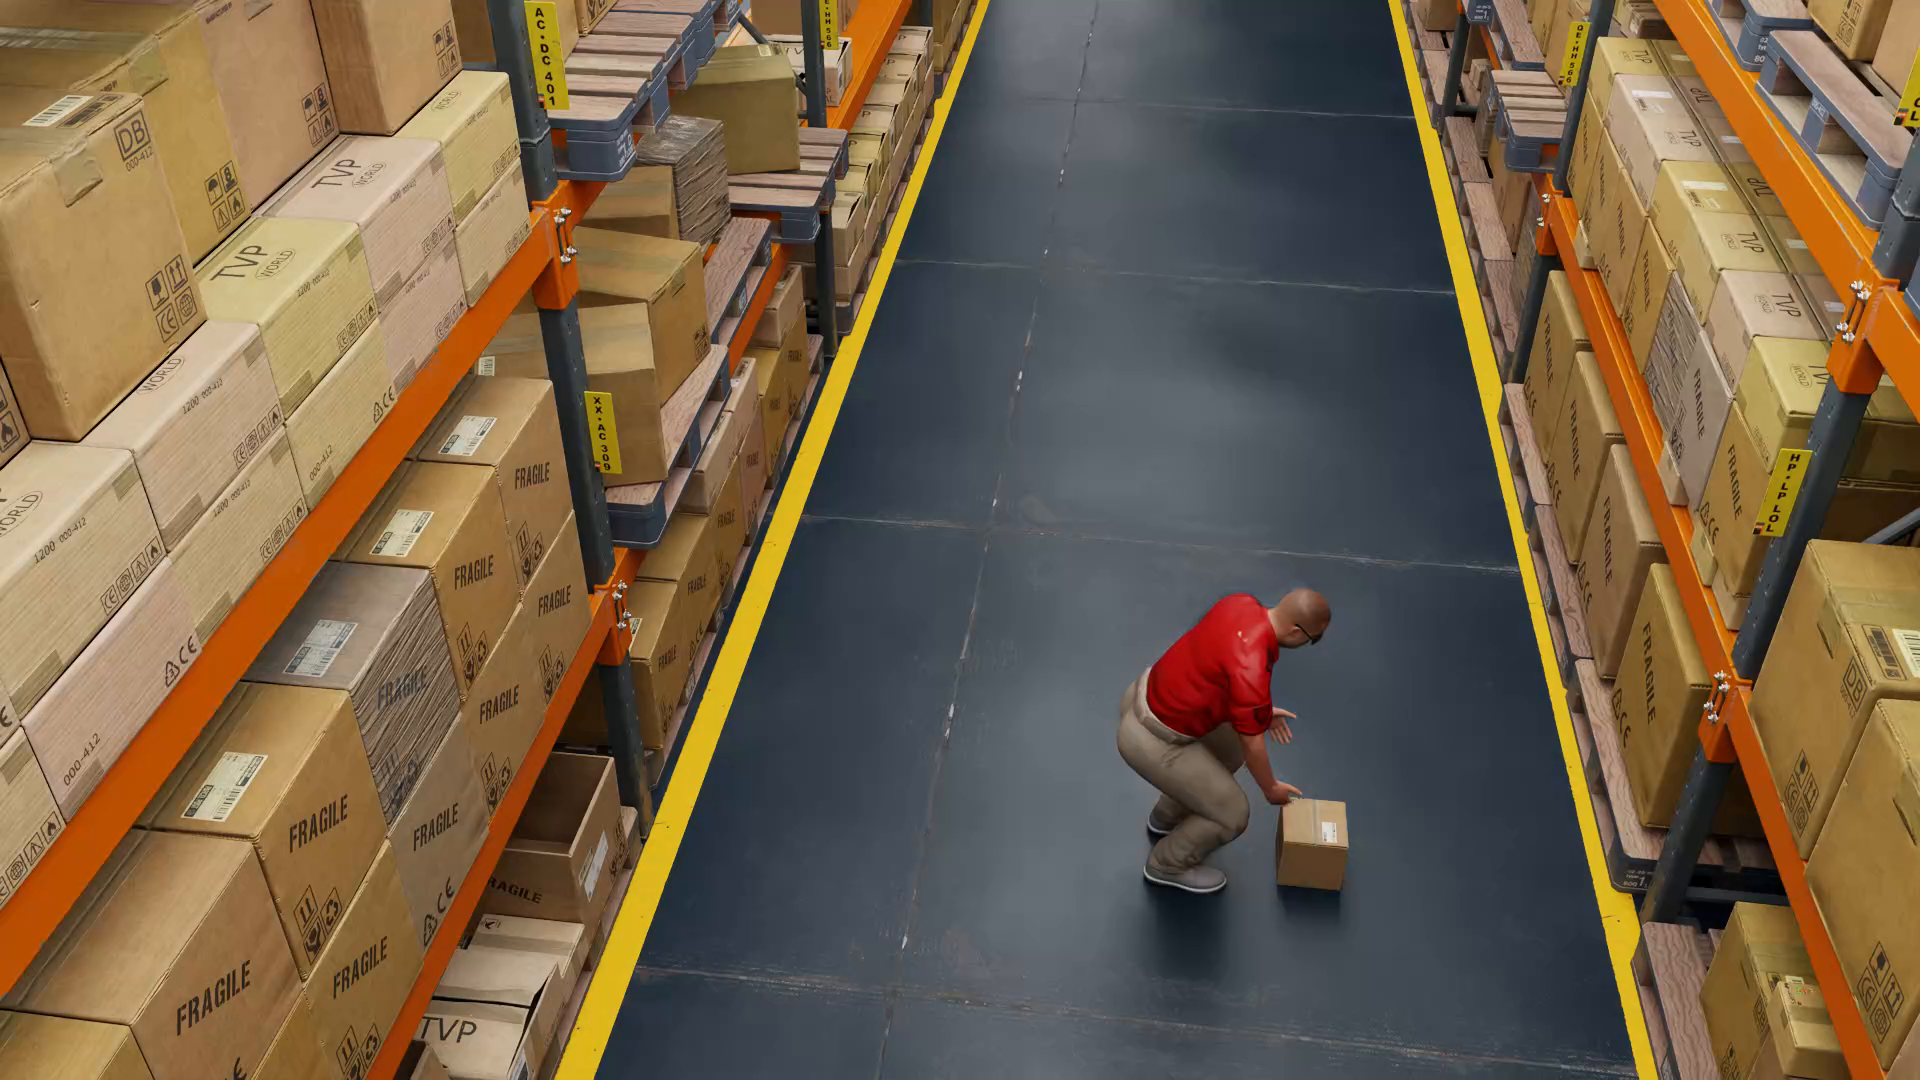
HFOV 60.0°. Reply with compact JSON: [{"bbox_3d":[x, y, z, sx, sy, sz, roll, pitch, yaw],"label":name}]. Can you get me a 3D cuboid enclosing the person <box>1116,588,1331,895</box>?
[{"bbox_3d":[0.976,0.719,6.392,0.741,1.349,0.590,4,36,6],"label":"person"}]
